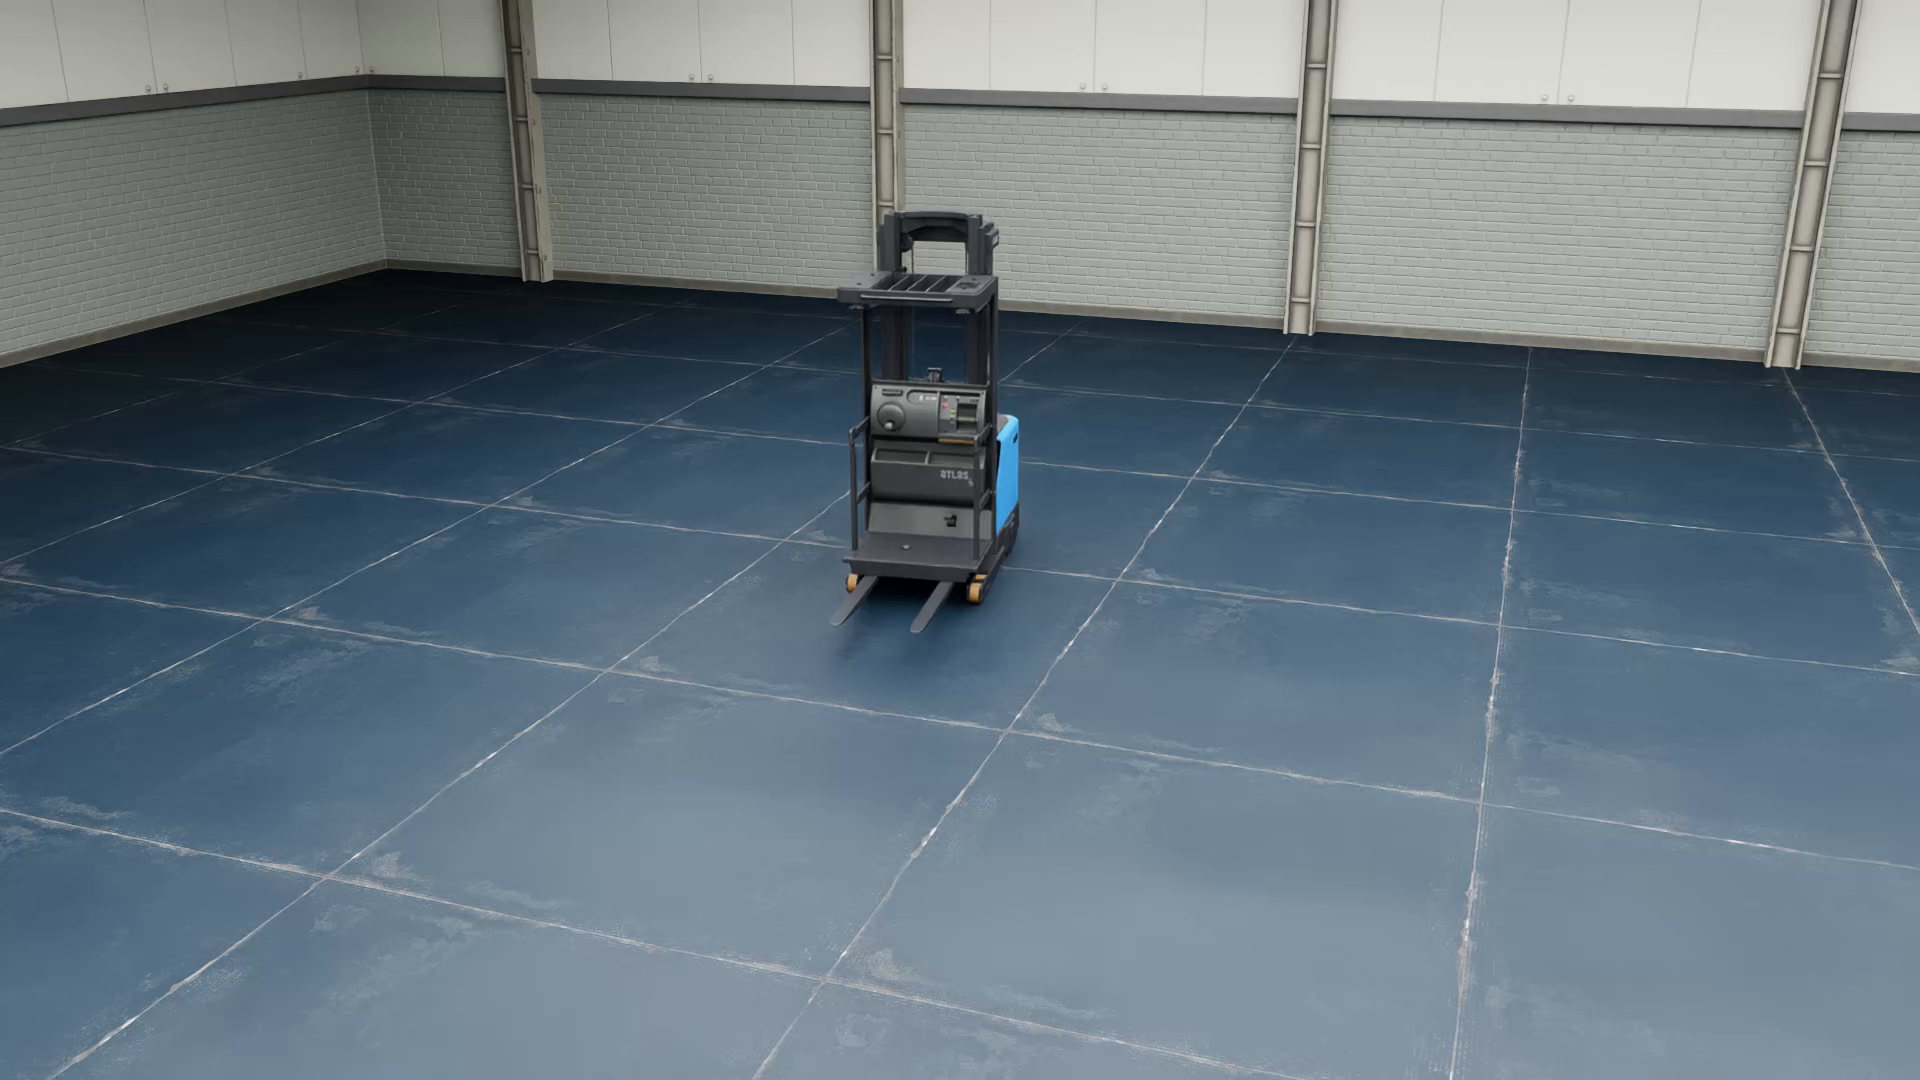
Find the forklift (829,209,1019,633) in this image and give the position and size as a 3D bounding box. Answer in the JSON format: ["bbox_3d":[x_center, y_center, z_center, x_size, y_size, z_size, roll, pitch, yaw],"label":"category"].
[{"bbox_3d":[-0.297,-1.016,13.039,1.130,2.935,3.031,4,20,12],"label":"forklift"}]

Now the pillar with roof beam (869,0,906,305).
[{"bbox_3d":[-2.446,-6.396,19.255,0.400,9.000,9.100,7,20,18],"label":"pillar with roof beam"}]

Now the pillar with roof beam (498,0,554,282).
[{"bbox_3d":[-8.113,-7.044,21.114,0.400,9.000,9.100,7,20,18],"label":"pillar with roof beam"}]

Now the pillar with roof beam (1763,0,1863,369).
[{"bbox_3d":[8.890,-5.100,15.536,0.400,9.000,9.100,7,20,18],"label":"pillar with roof beam"}]

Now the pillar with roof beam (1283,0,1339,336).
[{"bbox_3d":[3.222,-5.748,17.395,0.400,9.000,9.100,7,20,18],"label":"pillar with roof beam"}]
